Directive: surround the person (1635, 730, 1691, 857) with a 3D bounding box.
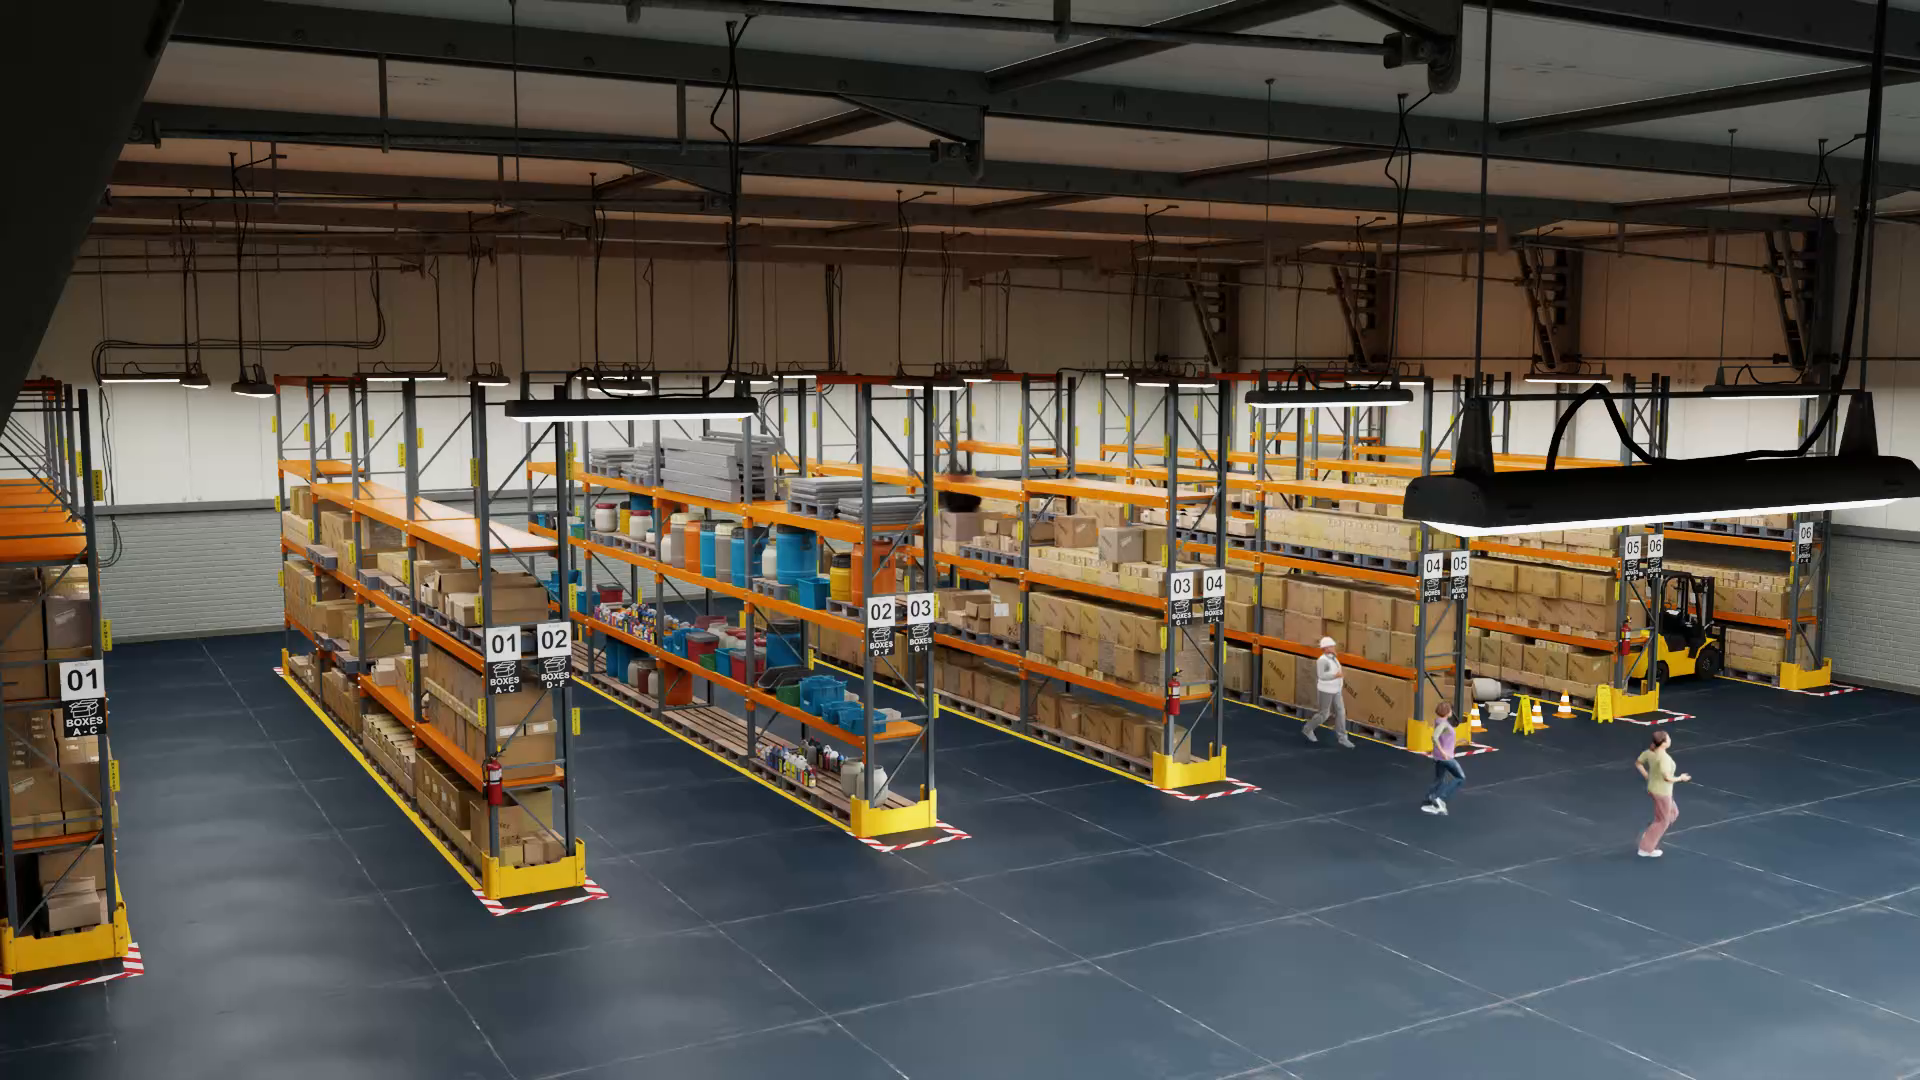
[{"bbox_3d":[8.907,3.207,21.072,0.583,1.622,0.559,0,6,-1],"label":"person"}]

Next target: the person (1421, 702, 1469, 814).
[{"bbox_3d":[6.722,3.015,23.018,0.635,1.563,0.509,0,6,0],"label":"person"}]

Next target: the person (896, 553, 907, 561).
[{"bbox_3d":[-1.510,1.022,41.273,0.698,1.610,0.957,4,7,30],"label":"person"}]

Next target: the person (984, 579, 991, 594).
[{"bbox_3d":[0.674,1.628,35.890,0.553,1.576,0.865,-3,7,-28],"label":"person"}]

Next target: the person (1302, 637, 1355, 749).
[{"bbox_3d":[6.013,2.464,27.047,0.903,1.776,0.659,6,8,42],"label":"person"}]
